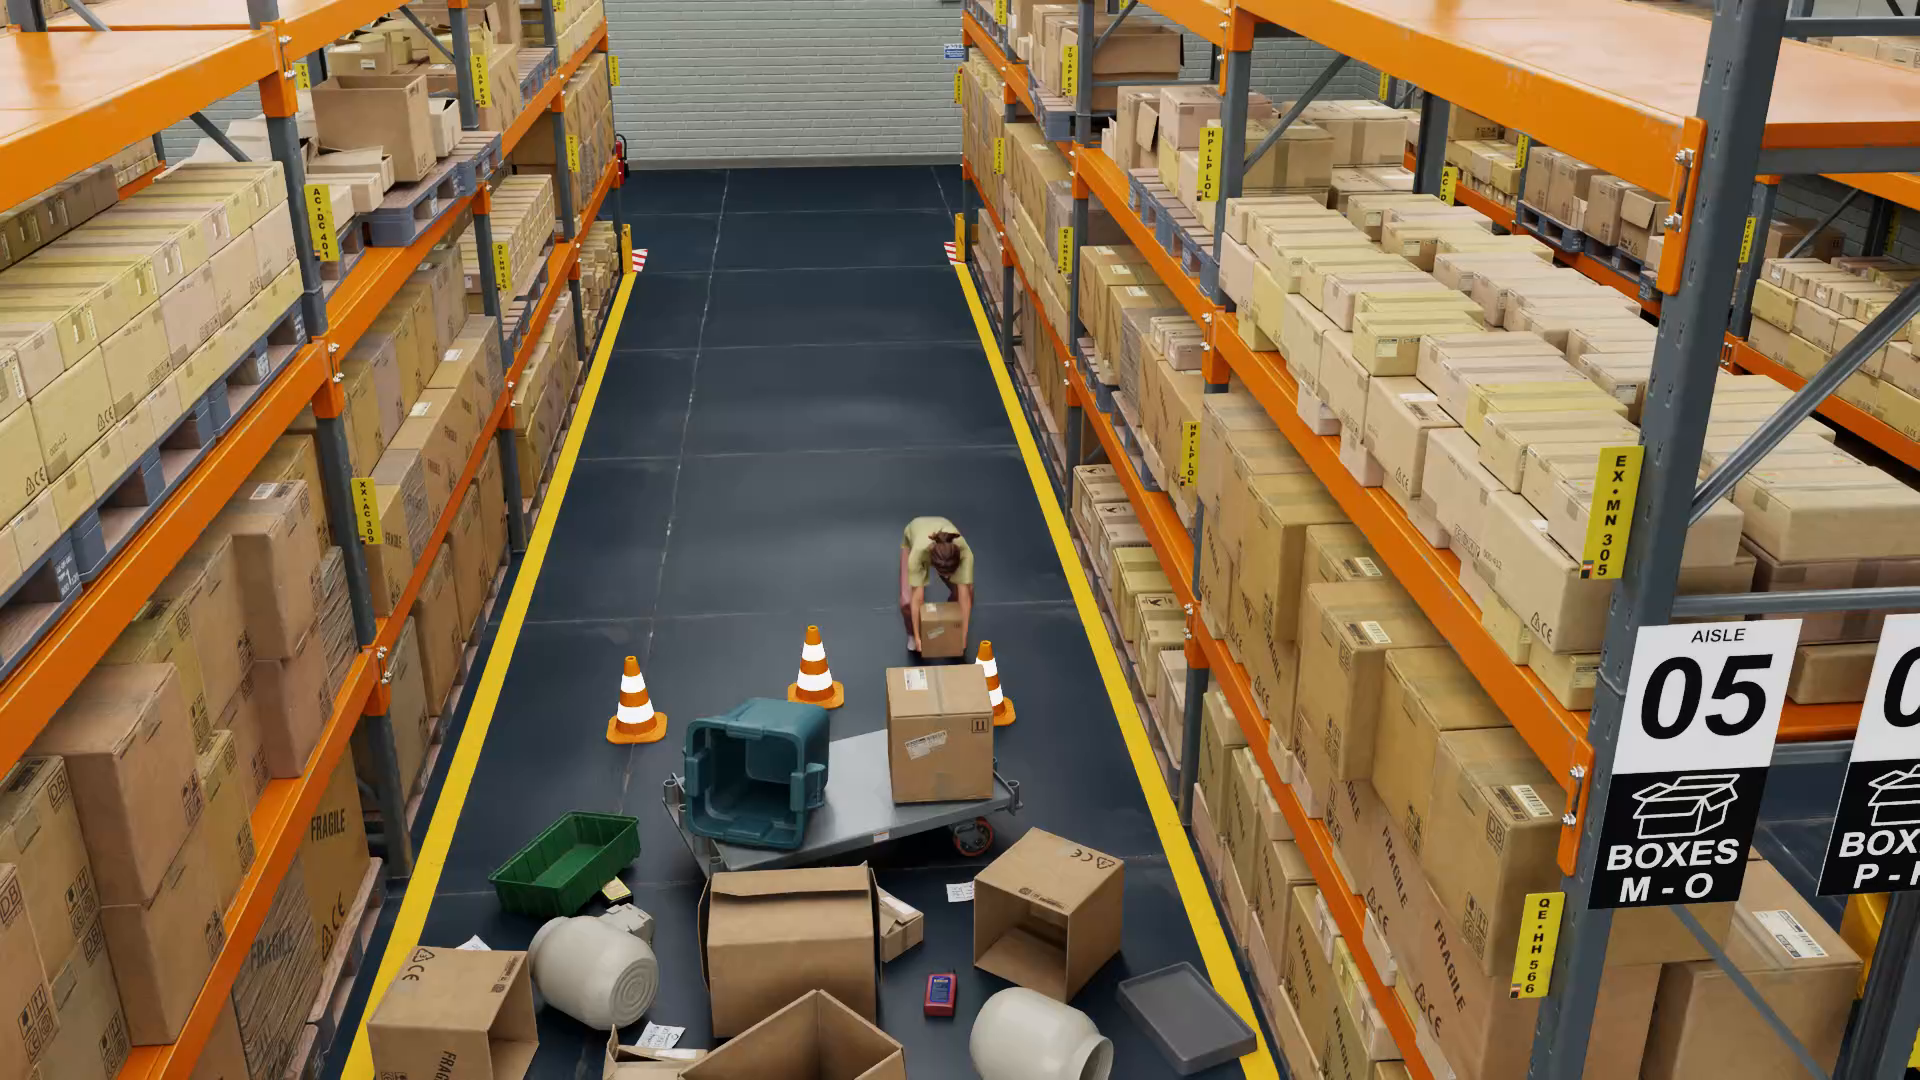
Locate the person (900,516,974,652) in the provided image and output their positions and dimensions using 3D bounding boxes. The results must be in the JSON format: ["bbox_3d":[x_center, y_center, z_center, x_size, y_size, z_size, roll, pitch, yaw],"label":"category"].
[{"bbox_3d":[-0.150,0.289,10.354,0.465,0.945,0.860,-3,24,-7],"label":"person"}]
